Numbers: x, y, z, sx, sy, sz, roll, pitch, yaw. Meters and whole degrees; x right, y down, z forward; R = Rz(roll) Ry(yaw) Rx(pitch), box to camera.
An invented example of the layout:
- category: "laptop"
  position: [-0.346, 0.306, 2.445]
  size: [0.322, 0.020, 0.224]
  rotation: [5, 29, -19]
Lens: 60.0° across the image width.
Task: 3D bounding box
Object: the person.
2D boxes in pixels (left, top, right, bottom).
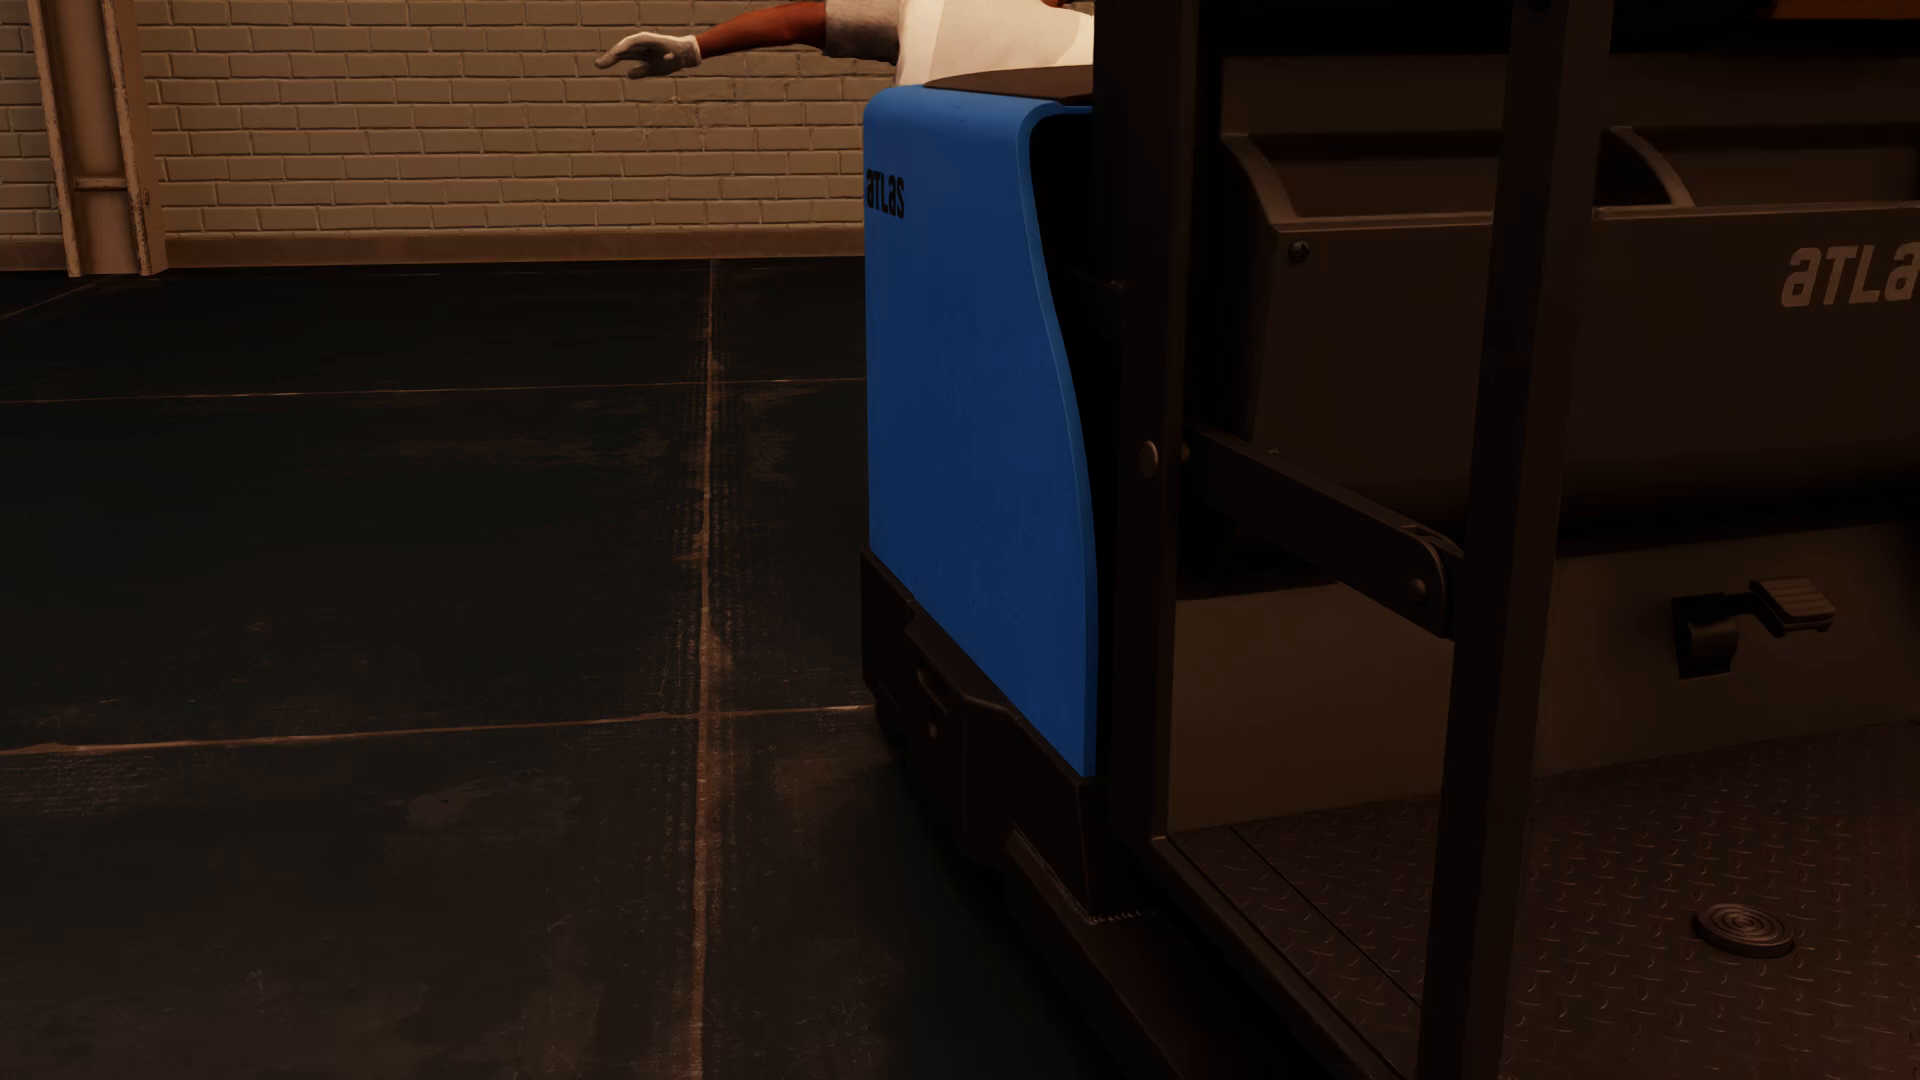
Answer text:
- category: "person"
  position: [-0.037, -0.694, 3.849]
  size: [1.336, 1.449, 0.859]
  rotation: [4, 17, 14]

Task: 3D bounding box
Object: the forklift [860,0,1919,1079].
- category: "forklift"
  position: [0.771, -0.746, 1.361]
  size: [1.130, 2.935, 3.031]
  rotation: [-5, 18, -17]
